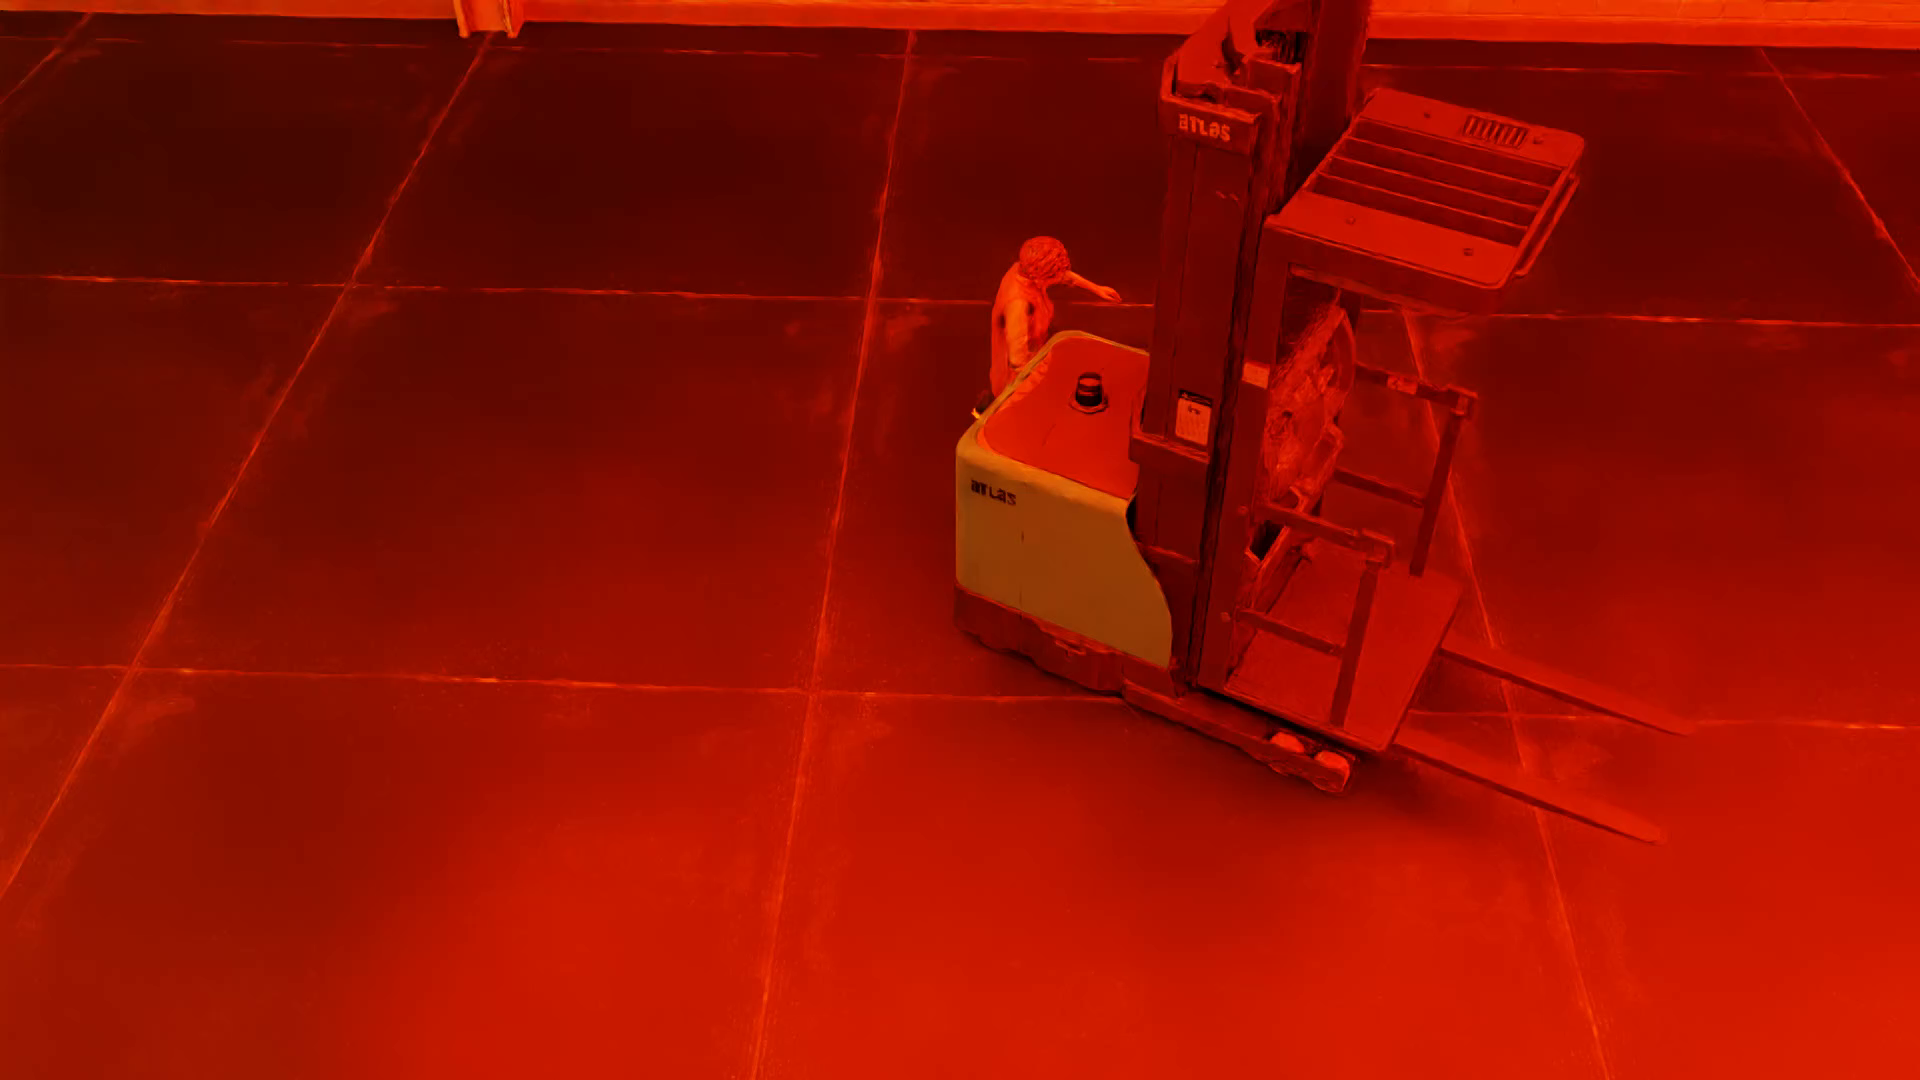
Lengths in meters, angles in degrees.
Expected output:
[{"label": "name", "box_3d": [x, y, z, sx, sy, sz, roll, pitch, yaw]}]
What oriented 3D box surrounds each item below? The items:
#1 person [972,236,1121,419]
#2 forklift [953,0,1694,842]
[{"label": "person", "box_3d": [0.422, -0.811, 7.760, 0.869, 1.411, 1.085, 7, 43, 8]}, {"label": "forklift", "box_3d": [1.505, -0.470, 6.257, 3.031, 2.935, 1.130, 21, 46, 21]}]
